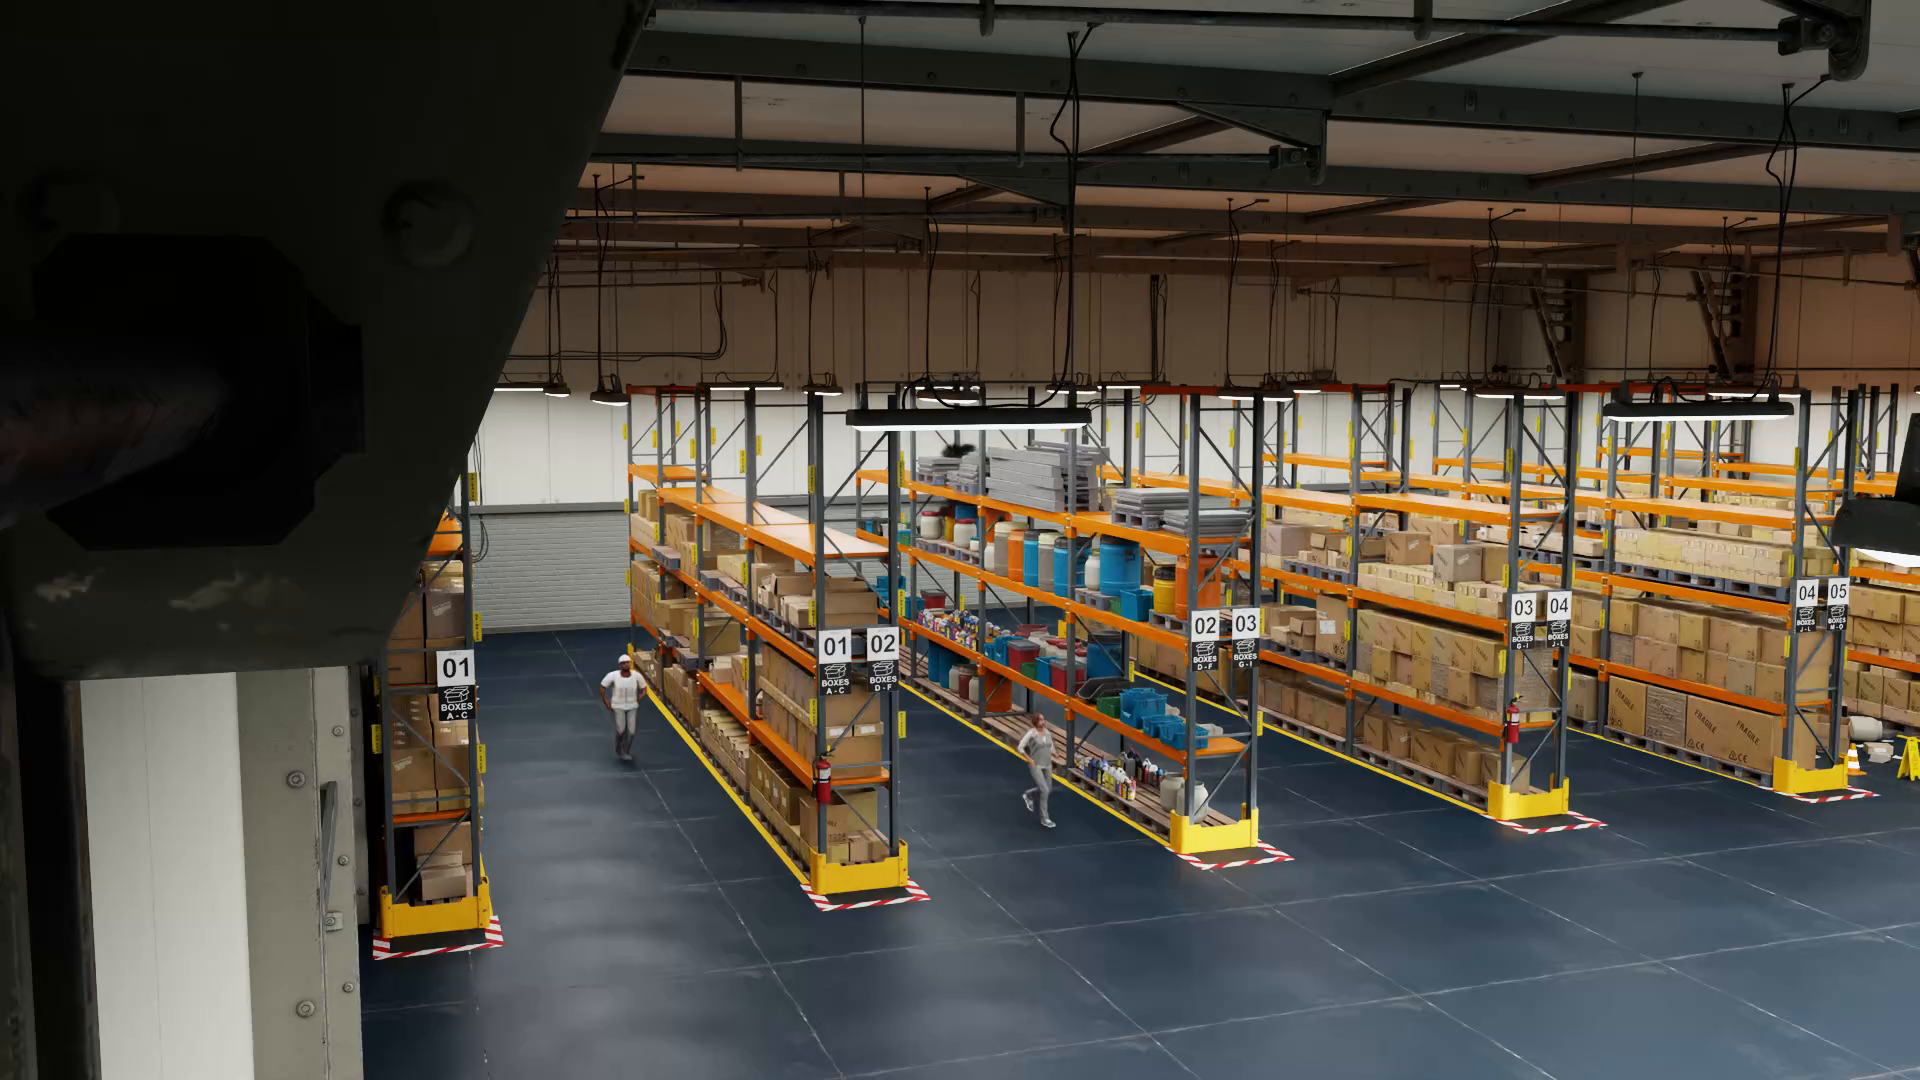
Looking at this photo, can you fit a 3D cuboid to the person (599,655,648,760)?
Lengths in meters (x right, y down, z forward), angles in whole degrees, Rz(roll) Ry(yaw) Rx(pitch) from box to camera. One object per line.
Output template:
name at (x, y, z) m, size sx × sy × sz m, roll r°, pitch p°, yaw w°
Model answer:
person at (-5.384, 2.705, 26.774) m, size 0.767 × 1.718 × 0.530 m, roll -2°, pitch 6°, yaw -21°

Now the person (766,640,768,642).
person at (-3.798, 1.822, 33.519) m, size 0.555 × 1.617 × 0.549 m, roll -4°, pitch 7°, yaw -33°

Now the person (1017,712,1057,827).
person at (1.081, 3.174, 23.143) m, size 0.547 × 1.544 × 0.755 m, roll -4°, pitch 7°, yaw -36°
